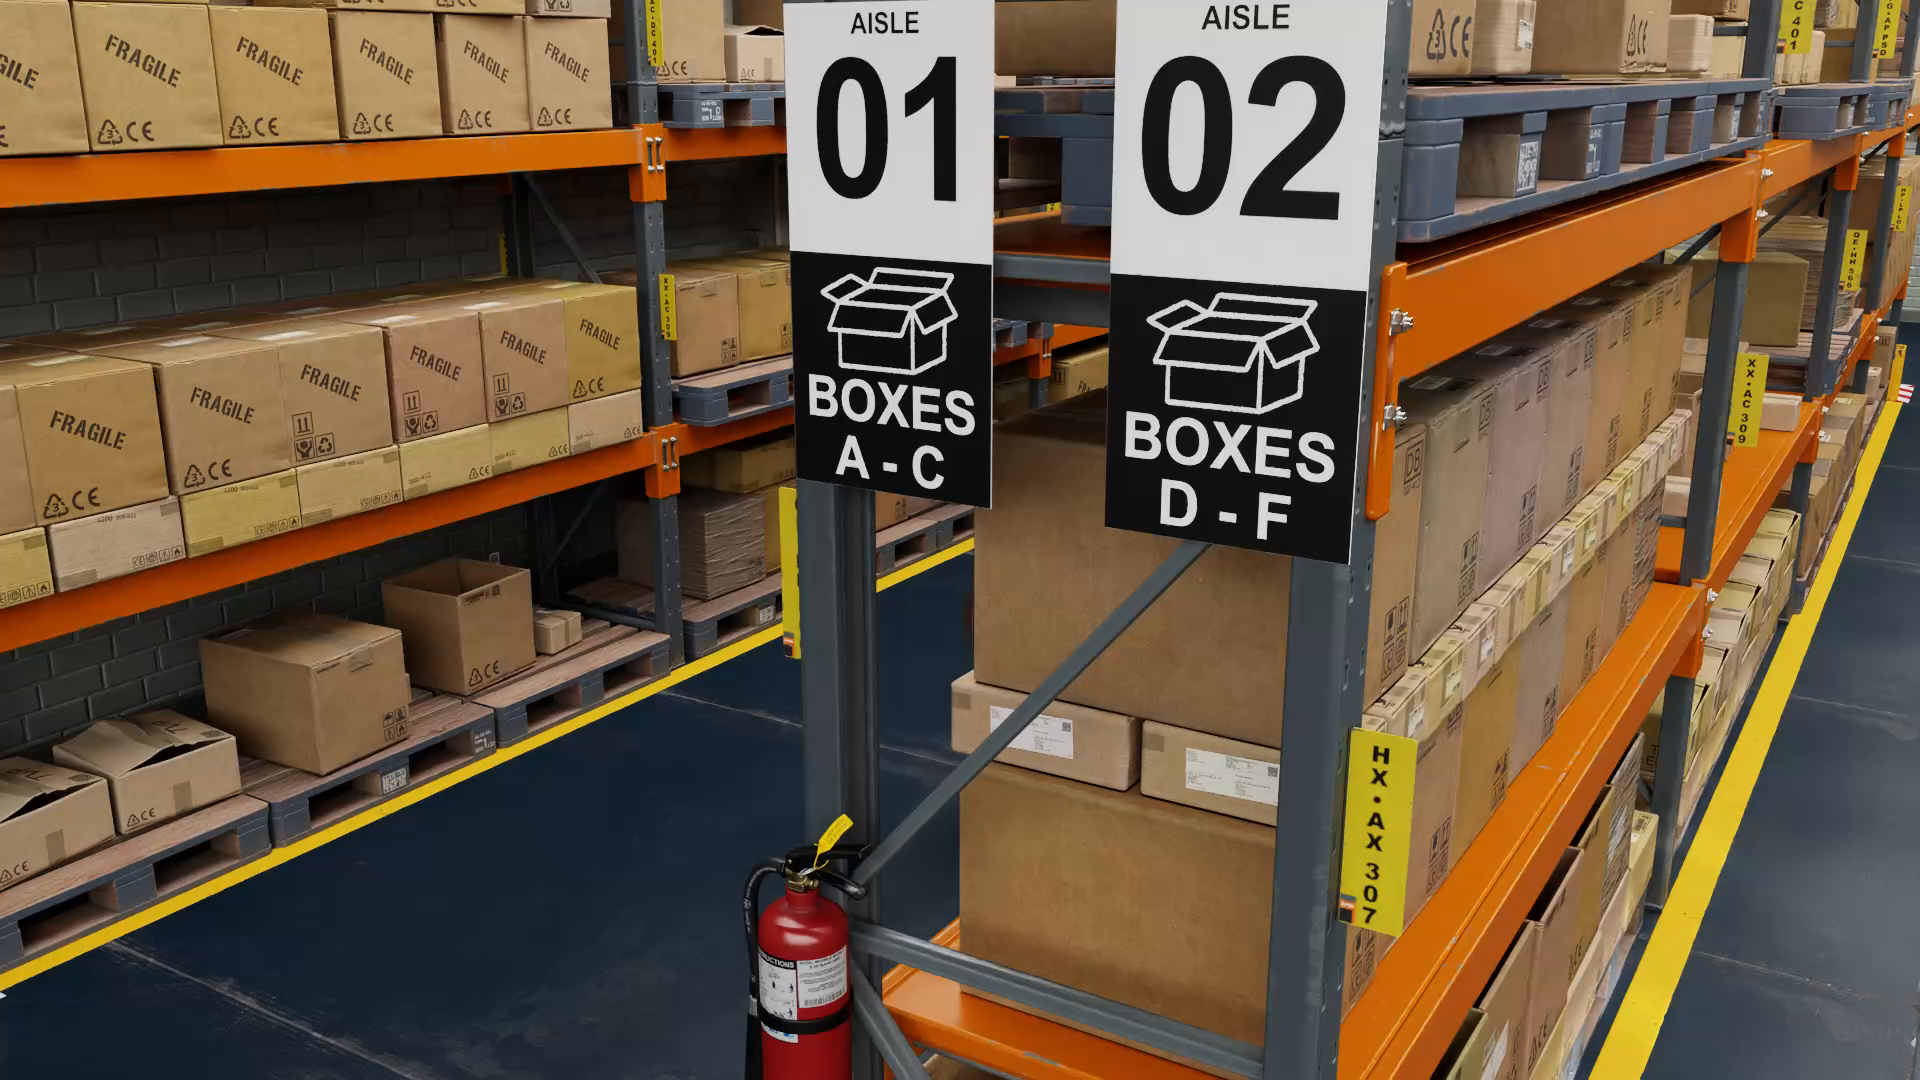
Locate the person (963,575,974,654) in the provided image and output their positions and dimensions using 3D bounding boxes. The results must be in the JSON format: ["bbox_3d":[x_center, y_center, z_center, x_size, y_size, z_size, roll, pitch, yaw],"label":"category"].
[{"bbox_3d":[0.336,0.379,7.155,0.612,1.552,0.625,10,19,31],"label":"person"}]
